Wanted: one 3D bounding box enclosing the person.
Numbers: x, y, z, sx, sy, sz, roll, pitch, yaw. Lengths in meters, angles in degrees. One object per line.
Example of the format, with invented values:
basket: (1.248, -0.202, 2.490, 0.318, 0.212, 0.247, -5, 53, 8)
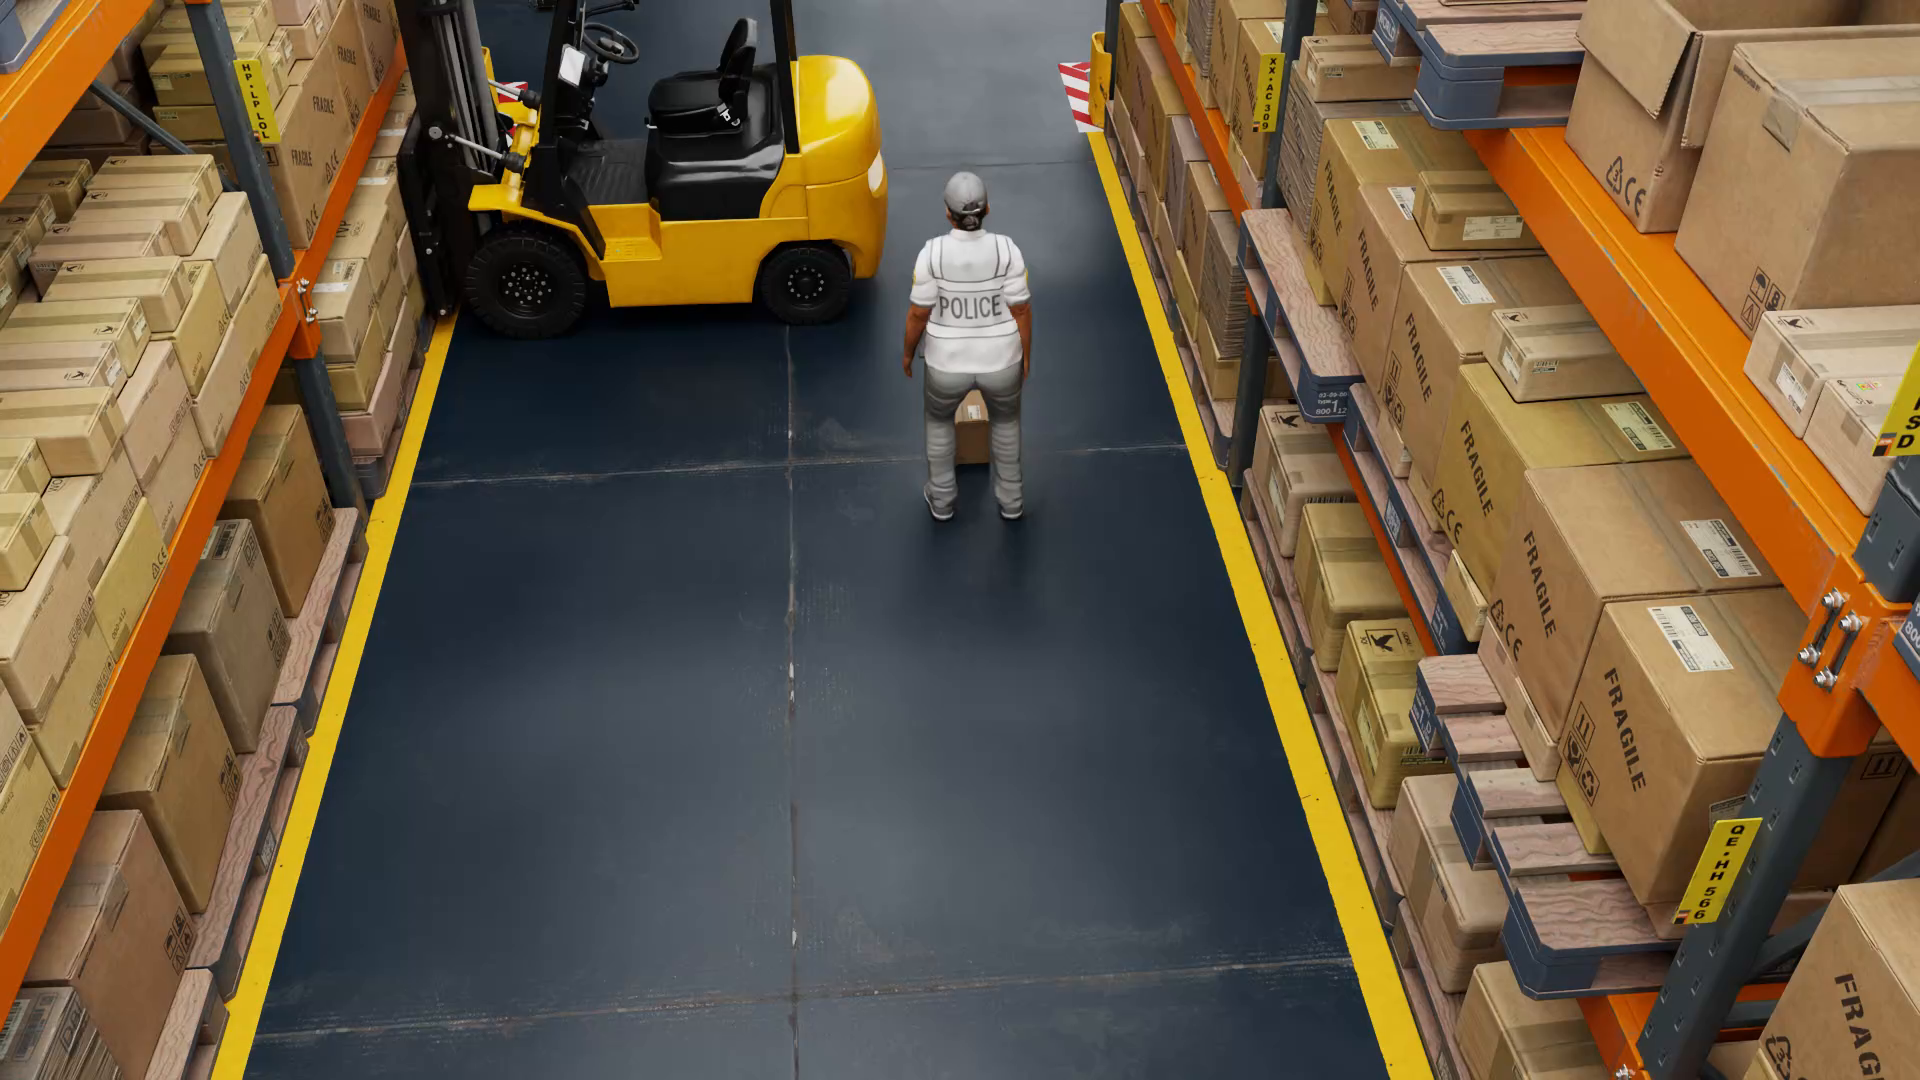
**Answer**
person: (0.026, -0.789, 7.135, 0.547, 1.654, 0.454, -2, 39, -3)
